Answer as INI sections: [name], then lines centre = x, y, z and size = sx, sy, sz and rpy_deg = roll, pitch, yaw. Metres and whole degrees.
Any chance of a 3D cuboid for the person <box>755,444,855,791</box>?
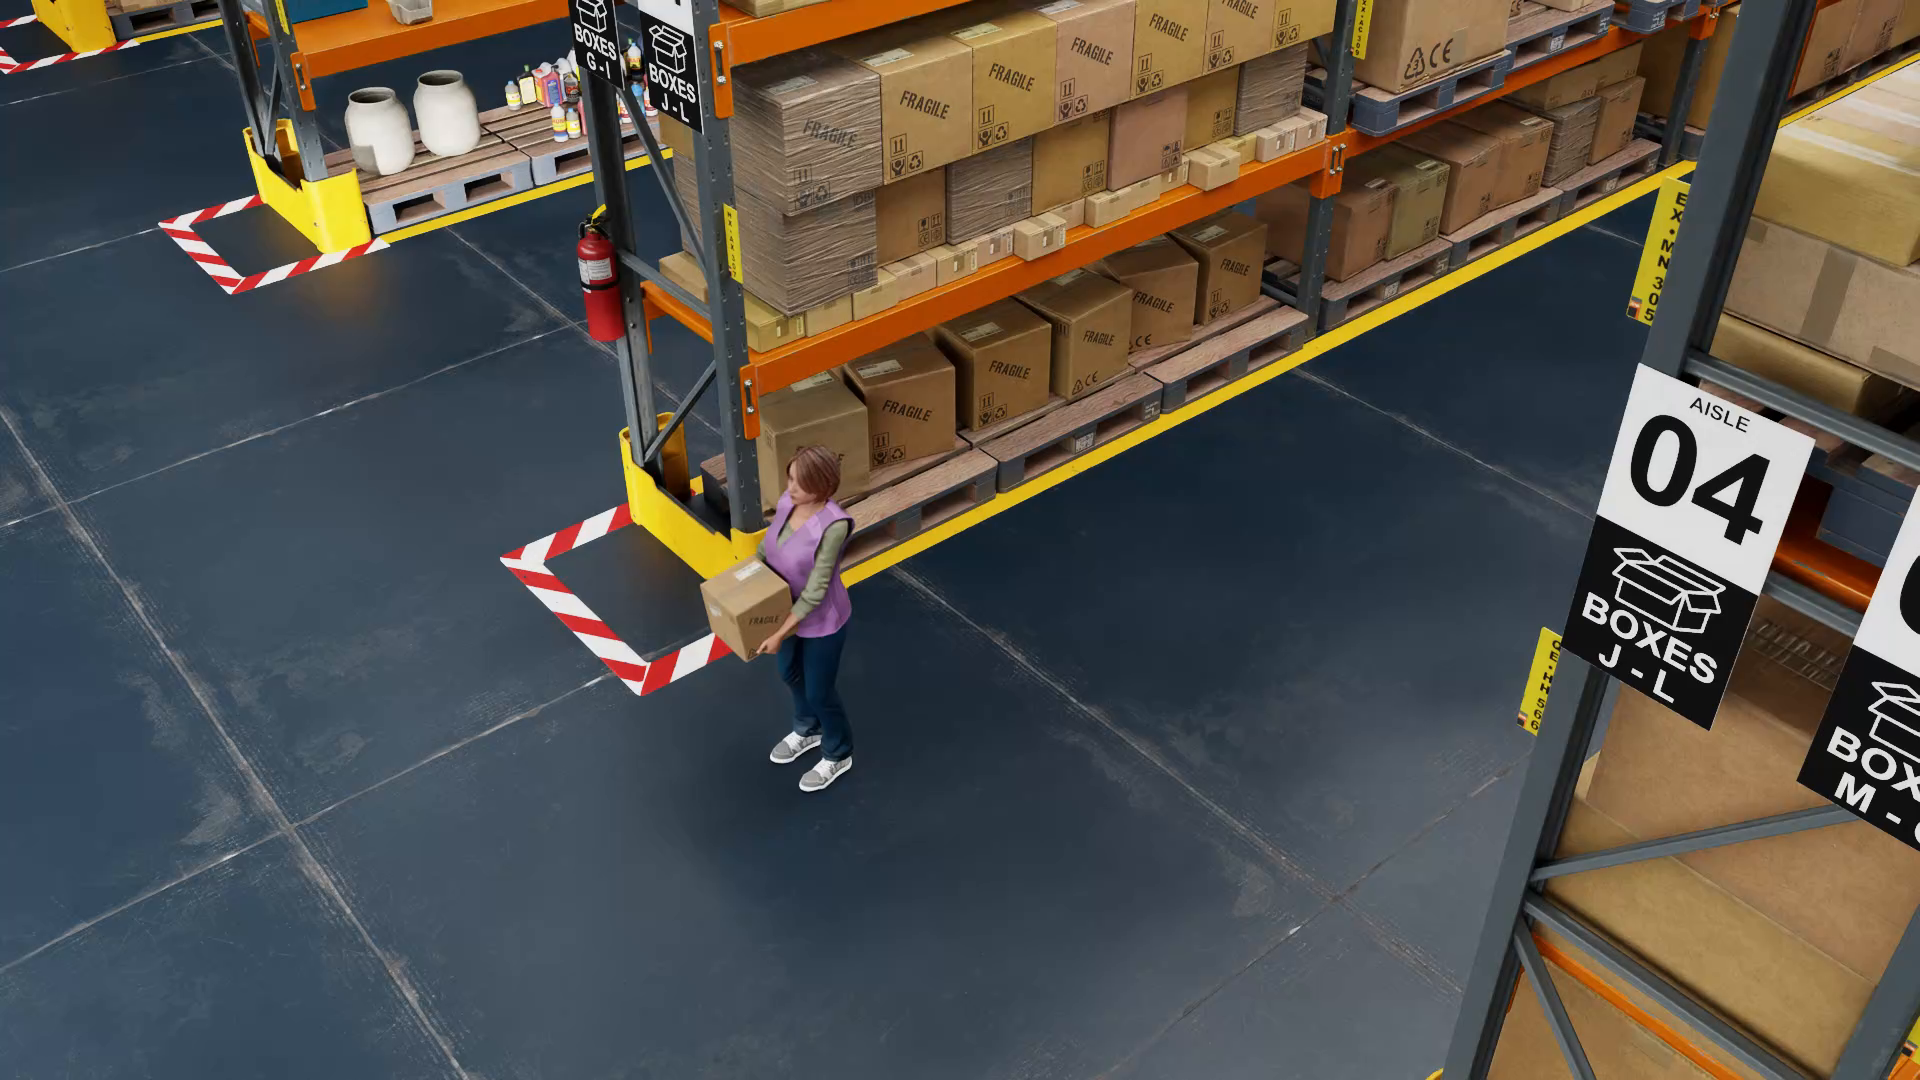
[person]
centre = -0.670, 0.338, 6.629
size = 0.494, 1.590, 0.404
rpy_deg = -26, 44, -31
